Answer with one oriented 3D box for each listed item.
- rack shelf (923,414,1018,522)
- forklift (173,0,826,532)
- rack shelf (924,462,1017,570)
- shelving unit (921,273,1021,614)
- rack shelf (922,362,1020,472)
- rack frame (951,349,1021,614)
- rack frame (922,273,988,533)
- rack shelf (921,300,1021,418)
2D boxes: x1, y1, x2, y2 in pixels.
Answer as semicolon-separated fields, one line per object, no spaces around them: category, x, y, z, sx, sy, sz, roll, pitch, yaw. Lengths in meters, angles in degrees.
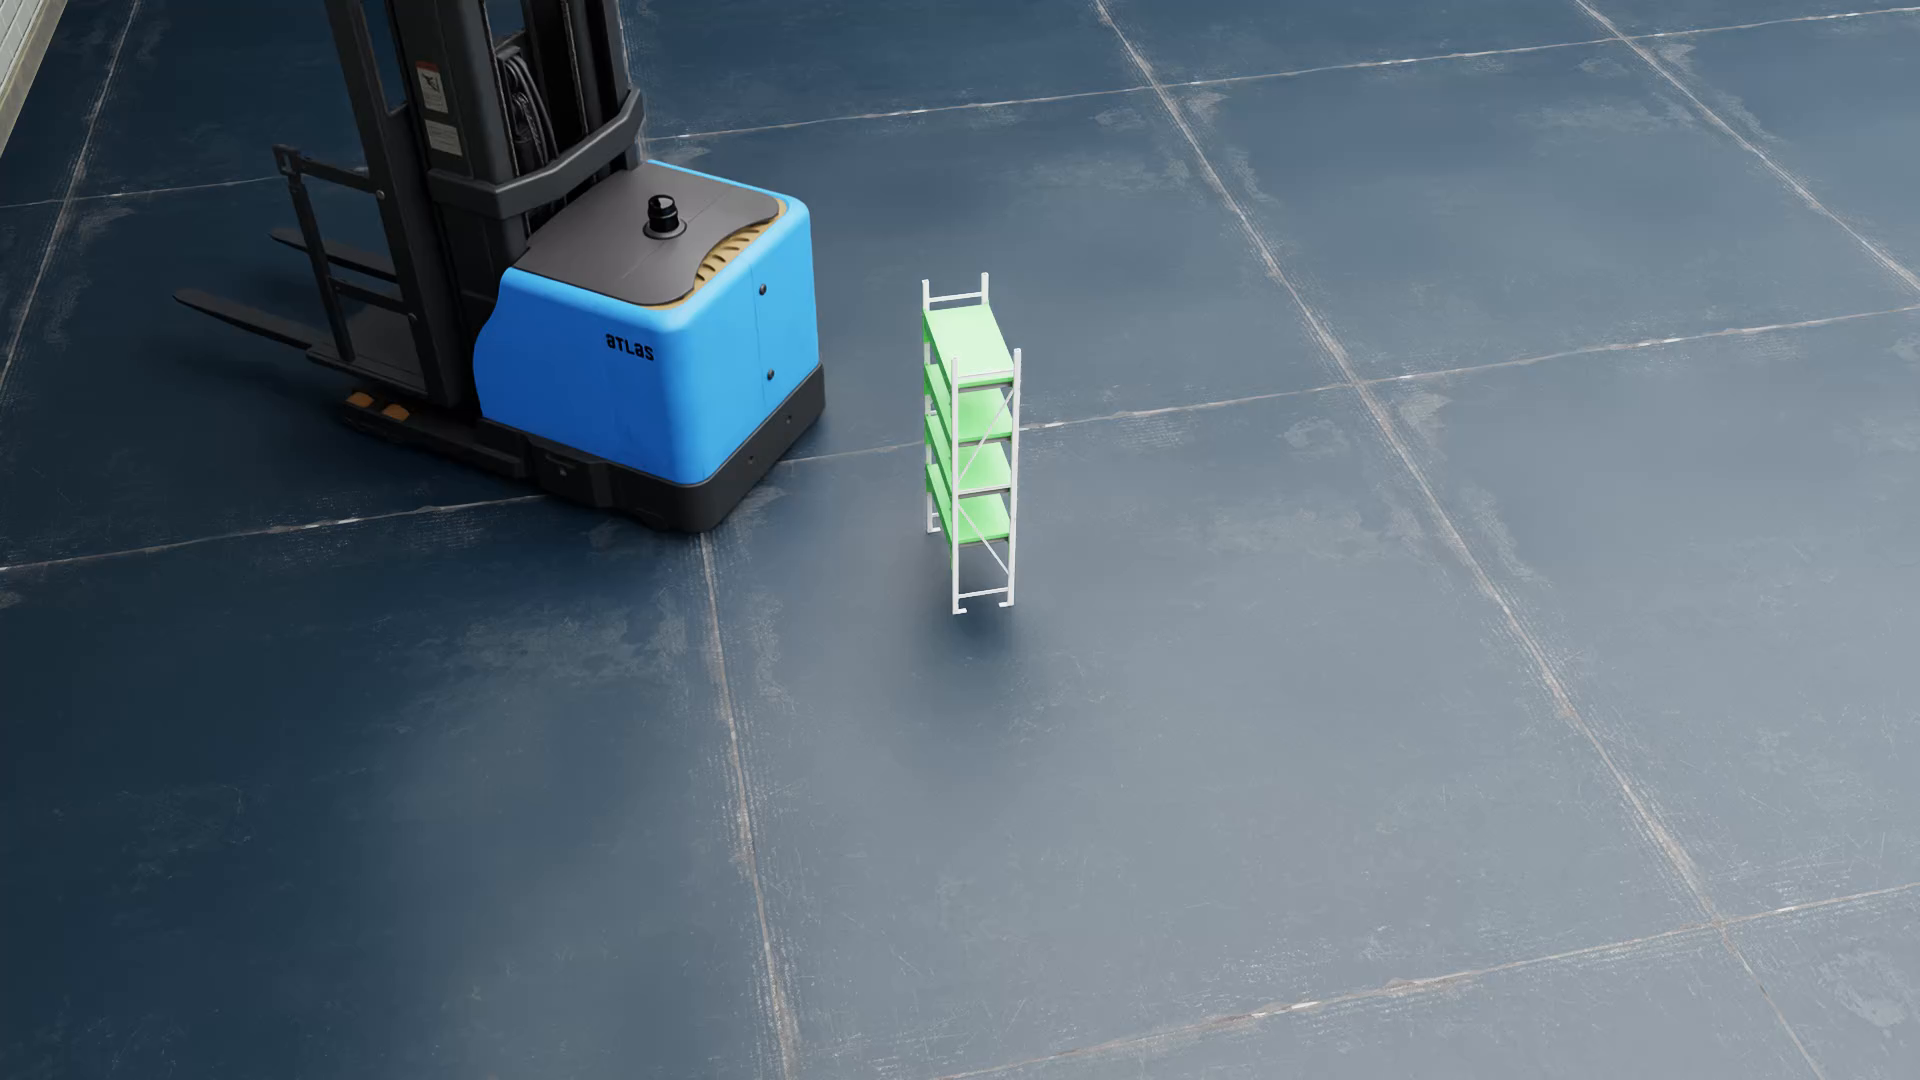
rack shelf;0.036;-0.294;6.273;0.258;0.148;0.480;-8;42;-9
forklift;-2.143;-1.810;6.581;3.031;2.935;1.130;18;45;20
rack shelf;0.036;-0.114;6.433;0.258;0.148;0.480;-8;42;-9
shelving unit;0.036;-0.341;6.231;0.258;1.200;0.503;-8;42;-9
rack shelf;0.036;-0.473;6.114;0.258;0.148;0.480;-8;42;-9
rack frame;0.088;-0.183;6.053;0.240;1.200;0.015;-8;42;-9
rack frame;-0.017;-0.500;6.409;0.240;1.200;0.015;-8;42;-9
rack shelf;0.036;-0.653;5.955;0.258;0.148;0.480;-8;42;-9
